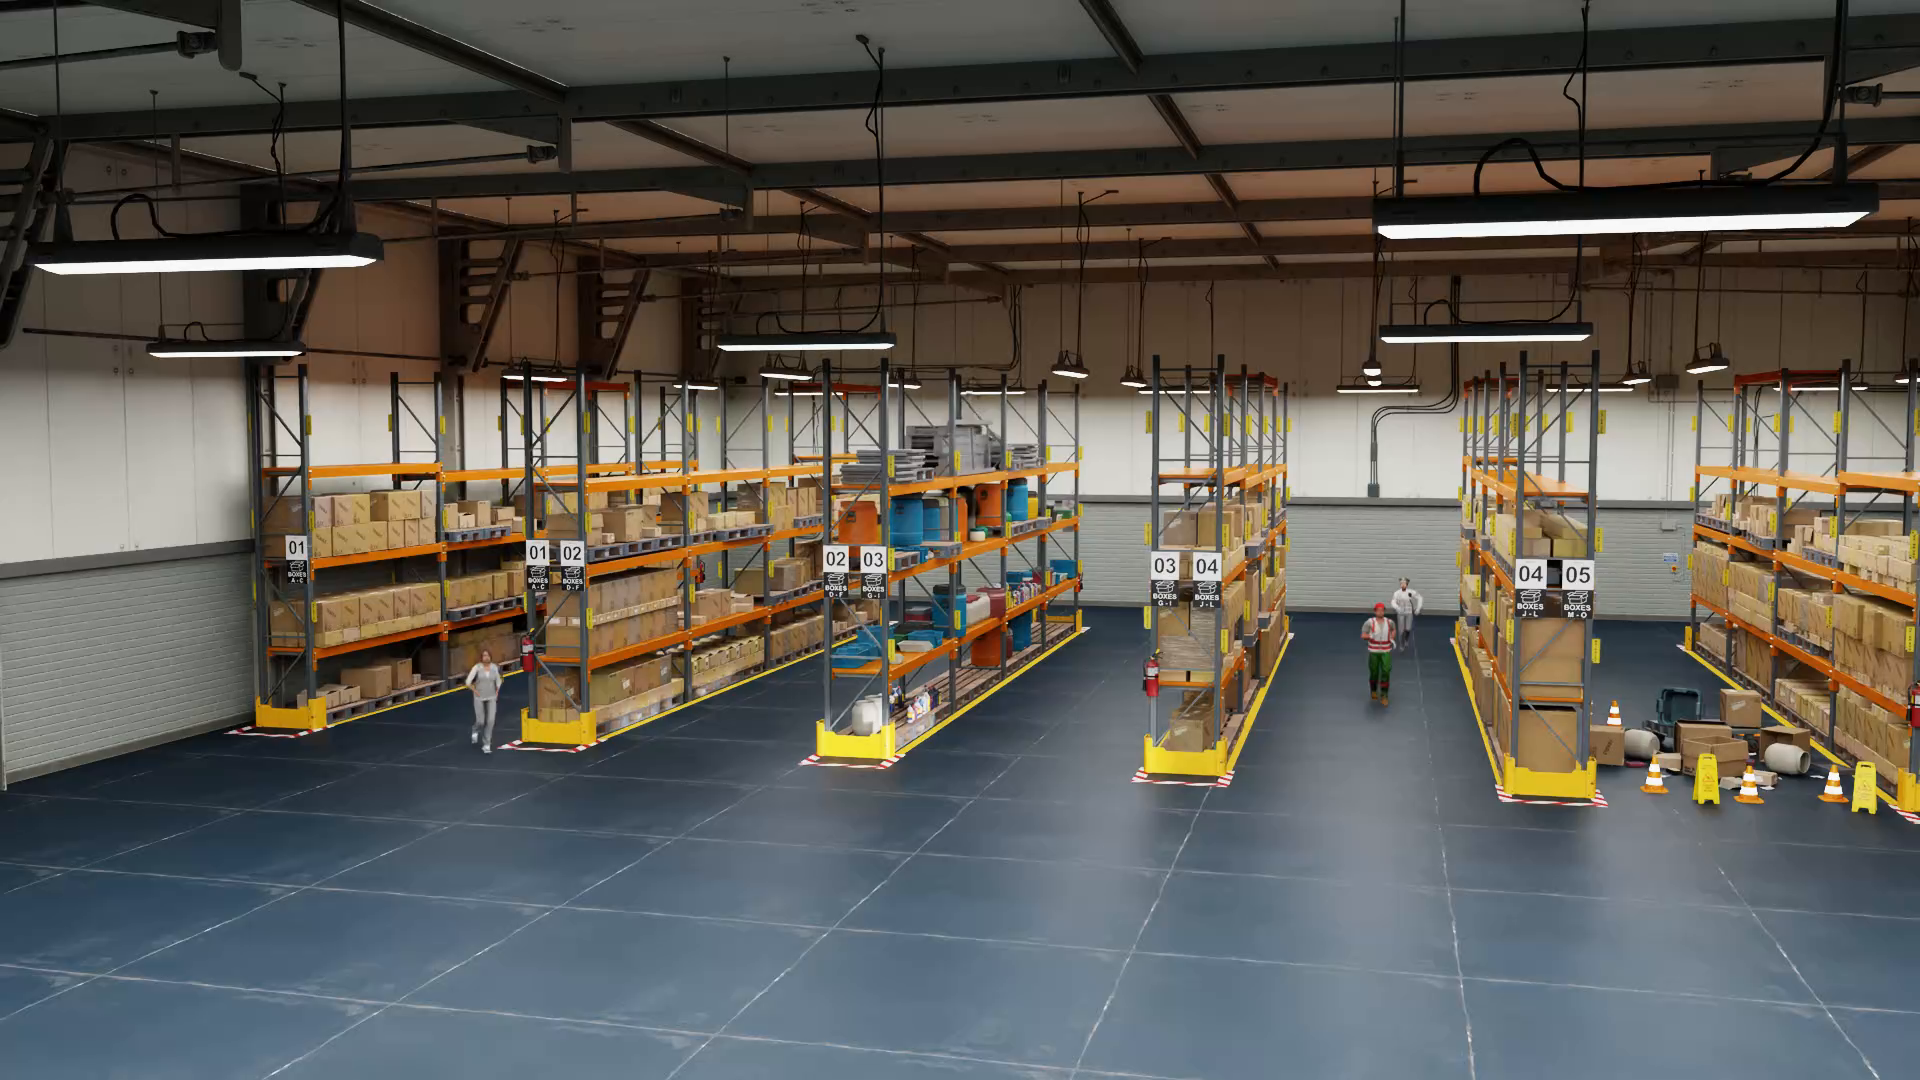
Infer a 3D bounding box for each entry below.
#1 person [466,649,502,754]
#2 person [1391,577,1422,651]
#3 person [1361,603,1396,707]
[{"bbox_3d":[-7.332,2.469,25.630,0.550,1.590,0.614,-2,4,-28],"label":"person"},{"bbox_3d":[9.842,1.641,36.701,0.643,1.654,0.716,2,4,22],"label":"person"},{"bbox_3d":[7.515,2.029,29.815,0.636,1.821,0.843,1,4,7],"label":"person"}]
